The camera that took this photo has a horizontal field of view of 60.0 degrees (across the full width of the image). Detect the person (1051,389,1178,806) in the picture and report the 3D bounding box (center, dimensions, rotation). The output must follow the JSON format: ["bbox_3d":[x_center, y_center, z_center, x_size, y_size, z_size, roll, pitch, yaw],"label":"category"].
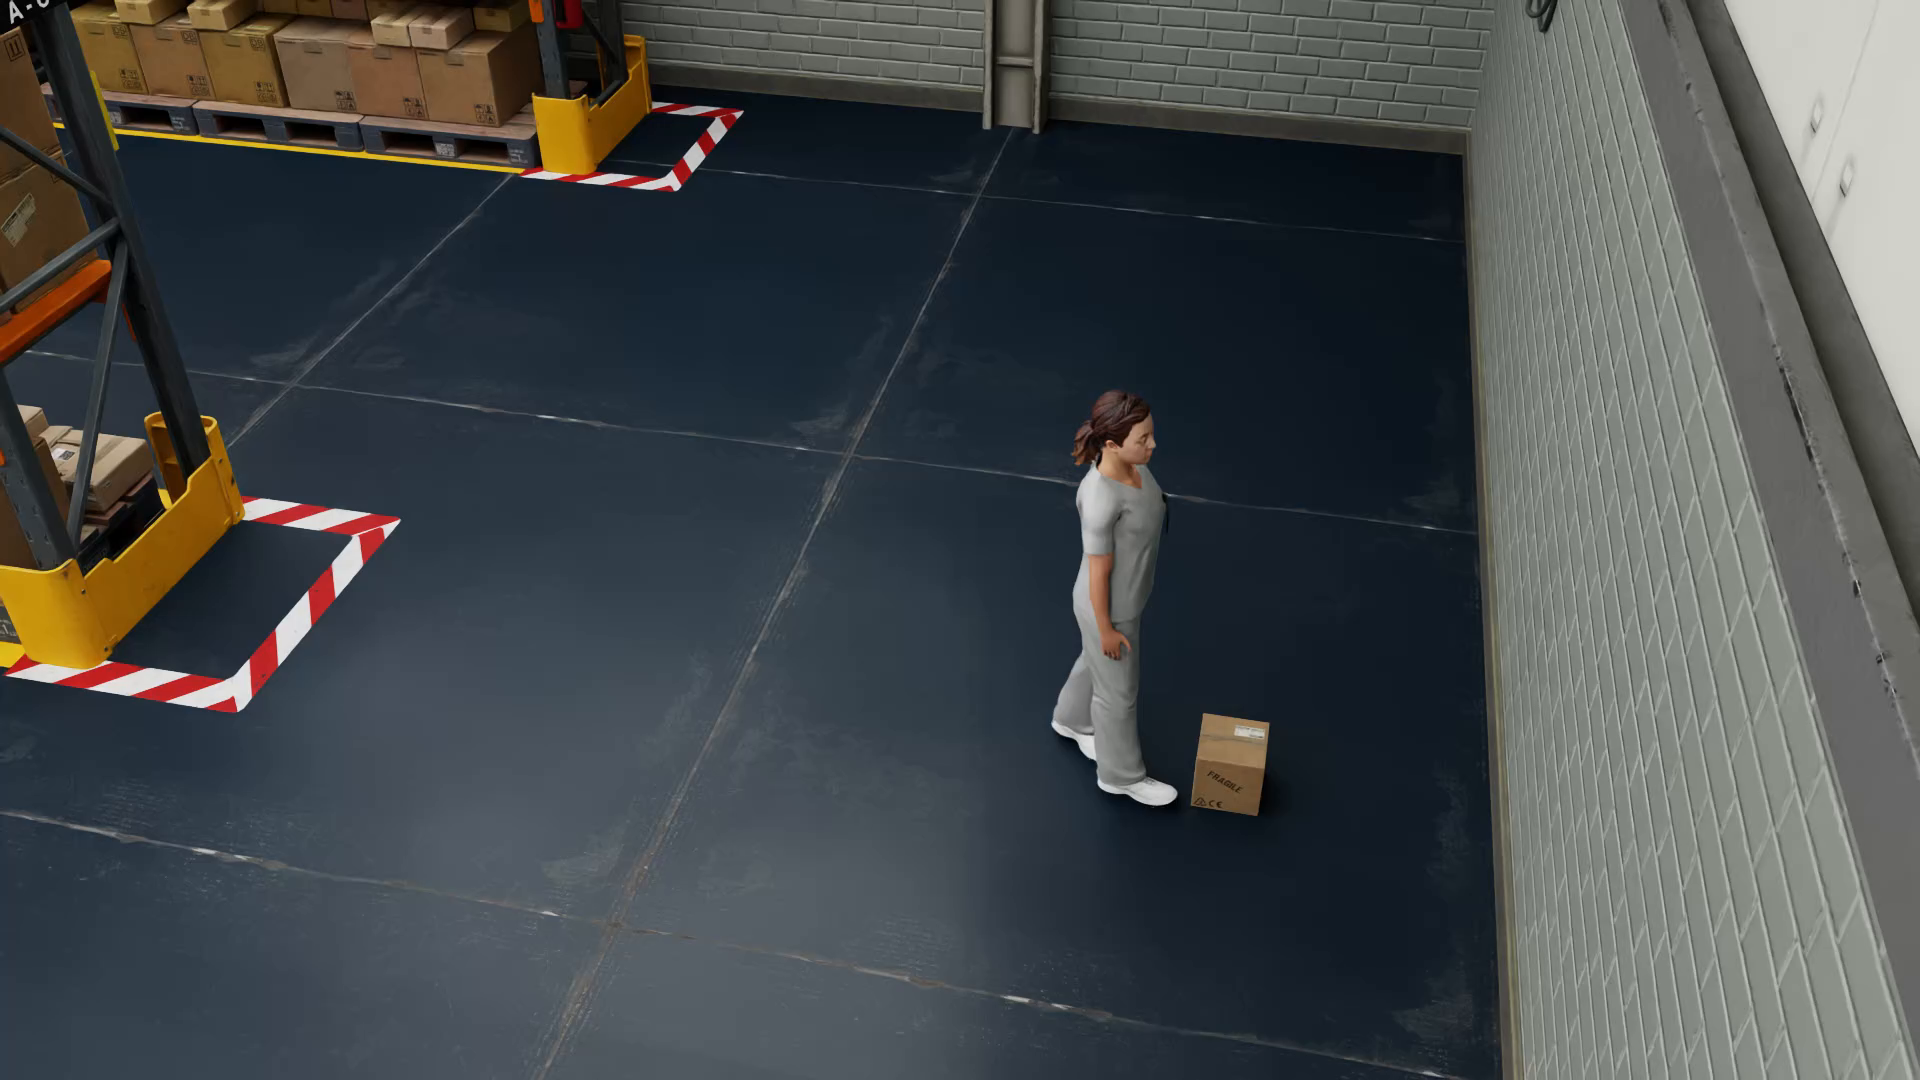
[{"bbox_3d":[0.573,0.214,5.860,0.565,1.677,0.451,13,39,16],"label":"person"}]
